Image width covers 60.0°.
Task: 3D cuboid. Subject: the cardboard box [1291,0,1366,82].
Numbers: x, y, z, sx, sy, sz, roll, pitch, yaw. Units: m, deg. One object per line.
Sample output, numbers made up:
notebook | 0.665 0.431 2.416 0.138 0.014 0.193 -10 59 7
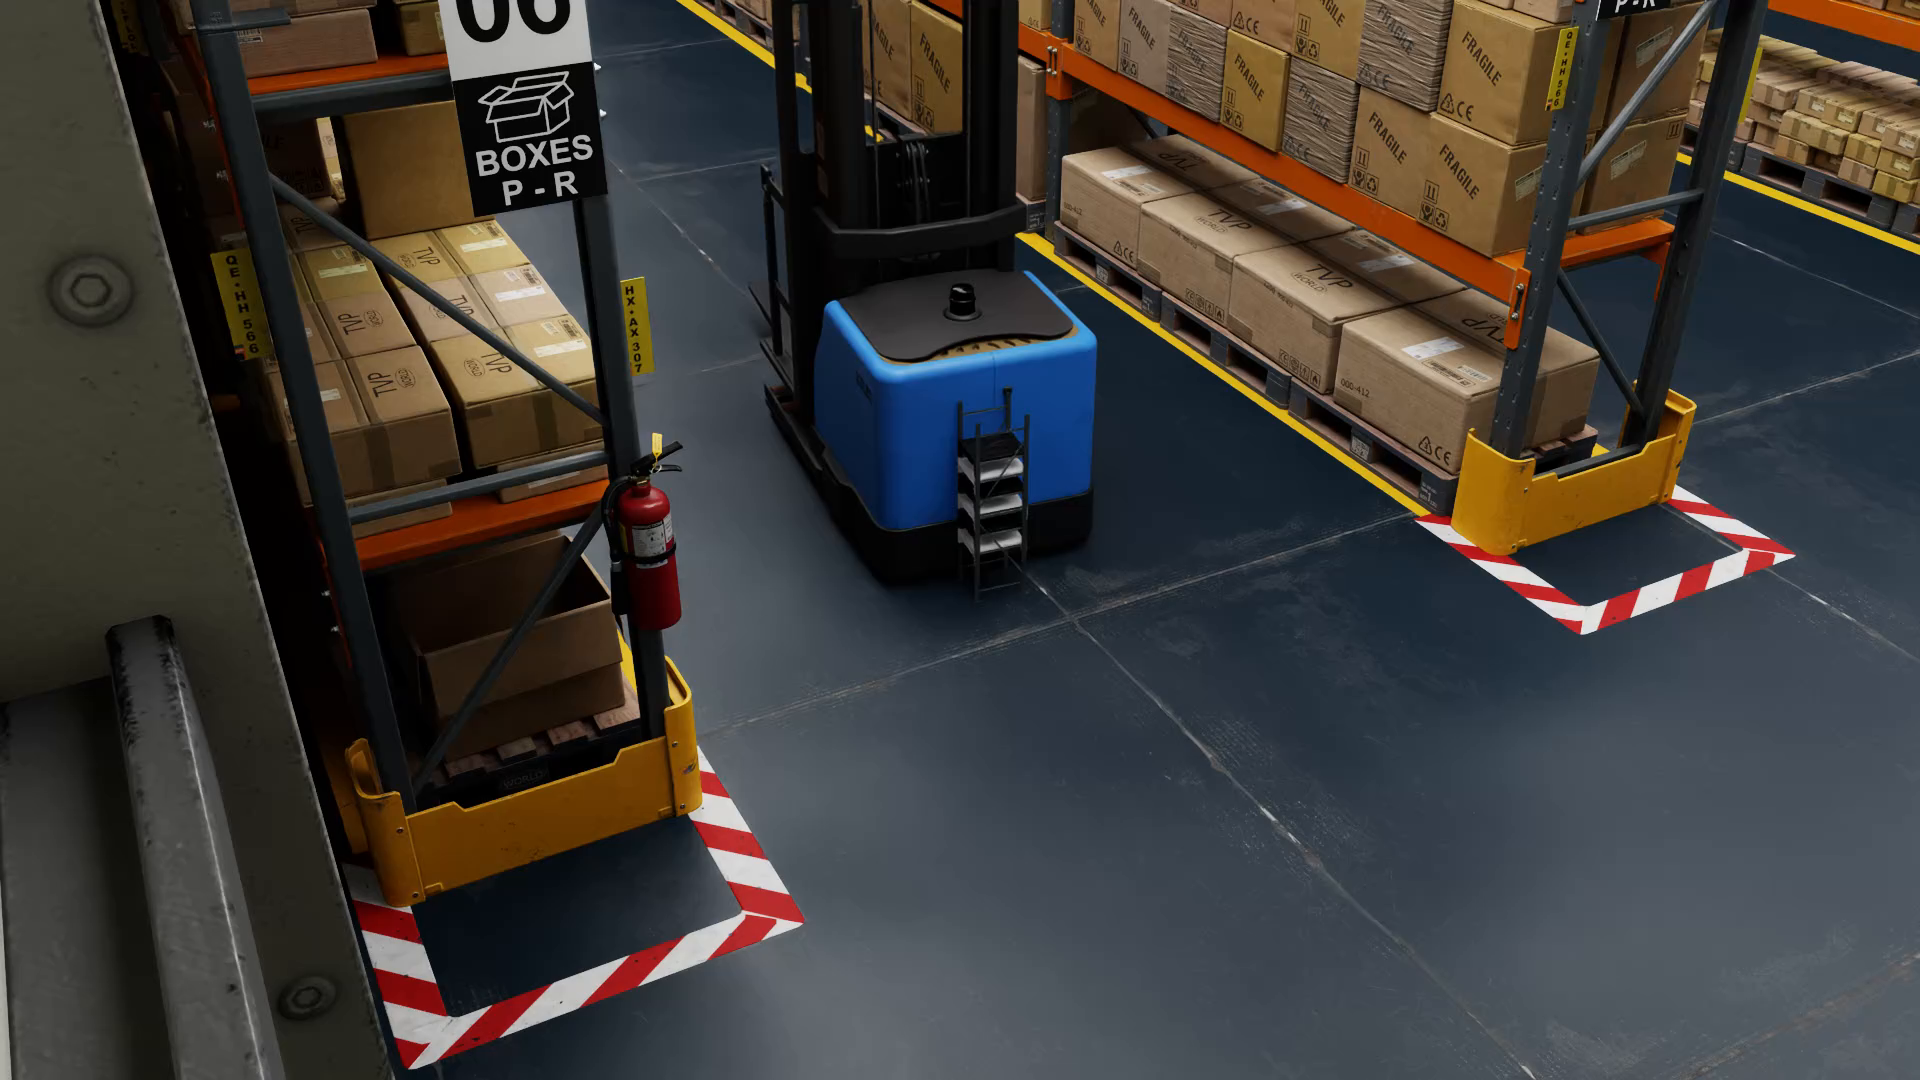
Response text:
cardboard box | 1.953 -2.528 7.916 0.500 0.500 0.500 -16 36 -23

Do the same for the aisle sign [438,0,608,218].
aisle sign | -1.212 -1.302 4.611 0.394 0.787 0.004 -16 36 -23

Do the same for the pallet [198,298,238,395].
pallet | -3.781 -1.279 9.571 1.003 0.211 1.213 -16 36 -23

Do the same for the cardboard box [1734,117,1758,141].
cardboard box | 5.687 -2.999 11.924 0.380 0.149 0.250 -17 36 -24

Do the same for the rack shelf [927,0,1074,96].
rack shelf | 0.088 -3.977 11.863 1.077 0.370 4.000 -16 36 -23

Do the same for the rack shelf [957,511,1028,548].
rack shelf | 0.140 -0.069 7.272 0.258 0.077 0.200 -12 34 -17

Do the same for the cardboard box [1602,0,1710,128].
cardboard box | 2.914 -2.180 7.372 0.500 0.500 0.500 -17 36 -24

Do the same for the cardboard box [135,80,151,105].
cardboard box | -5.166 -2.920 10.874 0.380 0.149 0.250 -15 35 -22

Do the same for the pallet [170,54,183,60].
pallet | -3.645 -2.403 8.917 1.003 0.211 1.213 -16 36 -23

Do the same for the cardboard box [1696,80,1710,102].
cardboard box | 5.581 -3.261 12.057 0.380 0.149 0.250 -16 36 -23

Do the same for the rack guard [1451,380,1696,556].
rack guard | 2.897 -0.352 7.856 1.175 0.500 0.348 -16 36 -23

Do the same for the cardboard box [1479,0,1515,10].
cardboard box | 2.402 -2.388 7.096 0.380 0.149 0.250 -15 36 -22

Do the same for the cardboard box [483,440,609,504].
cardboard box | -1.414 -0.286 5.668 0.380 0.149 0.250 -16 36 -23

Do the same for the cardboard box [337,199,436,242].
cardboard box | -2.209 -1.233 6.776 0.500 0.250 0.500 -17 36 -24

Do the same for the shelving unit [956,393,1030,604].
shelving unit | 0.141 -0.173 7.206 0.258 0.900 0.210 -12 34 -17

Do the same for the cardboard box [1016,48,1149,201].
cardboard box | 0.661 -2.883 11.069 0.875 0.875 0.875 -15 35 -22

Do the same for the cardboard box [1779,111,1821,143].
cardboard box | 5.874 -2.858 11.428 0.380 0.149 0.250 -16 36 -23

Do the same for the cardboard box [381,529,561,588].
cardboard box | -2.069 -0.024 6.954 0.700 0.500 0.500 -14 35 -21

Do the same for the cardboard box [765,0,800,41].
cardboard box | -1.099 -4.576 14.179 0.950 0.372 0.625 -18 37 -26

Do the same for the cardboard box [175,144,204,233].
cardboard box | -3.137 -1.595 7.342 0.500 0.250 0.500 -16 36 -24

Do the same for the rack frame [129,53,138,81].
rack frame | -5.234 -3.984 11.207 1.000 3.000 0.127 -16 36 -23

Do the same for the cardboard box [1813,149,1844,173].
cardboard box | 6.069 -2.625 11.340 0.380 0.149 0.250 -15 36 -22

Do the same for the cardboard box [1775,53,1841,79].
cardboard box | 6.077 -3.368 11.949 0.380 0.149 0.250 -15 35 -22

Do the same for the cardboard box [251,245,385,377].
cardboard box | -2.419 -0.865 6.202 0.500 0.250 0.500 -15 35 -22

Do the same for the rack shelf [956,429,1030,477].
rack shelf | 0.141 -0.372 7.078 0.258 0.077 0.200 -12 34 -17

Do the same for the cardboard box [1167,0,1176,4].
cardboard box | 1.258 -3.257 9.054 0.500 0.500 0.500 -16 36 -24

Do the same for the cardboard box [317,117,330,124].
cardboard box | -2.916 -1.955 7.904 0.500 0.250 0.500 -15 36 -22

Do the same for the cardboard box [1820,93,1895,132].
cardboard box | 6.036 -2.876 11.181 0.380 0.149 0.250 -16 36 -23

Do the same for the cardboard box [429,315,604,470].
cardboard box | -1.477 -0.512 5.652 0.500 0.250 0.500 -16 36 -23

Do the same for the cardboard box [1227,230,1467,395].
cardboard box | 2.055 -1.238 8.908 0.875 0.438 0.875 -15 36 -22

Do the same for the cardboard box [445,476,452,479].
cardboard box | -1.960 -0.287 5.670 0.380 0.149 0.250 -15 35 -22

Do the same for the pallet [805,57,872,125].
pallet | -0.543 -3.665 13.294 1.003 0.211 1.213 -16 36 -23

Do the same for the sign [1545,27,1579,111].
sign | 2.399 -1.873 6.620 0.100 0.325 0.005 -16 36 -23

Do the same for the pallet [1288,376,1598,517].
pallet | 2.444 -0.604 8.517 1.003 0.211 1.213 -16 36 -23

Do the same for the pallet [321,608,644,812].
pallet | -1.912 0.592 6.650 1.003 0.211 1.213 -16 36 -23

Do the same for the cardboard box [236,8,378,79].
cardboard box | -1.858 -1.418 4.654 0.380 0.149 0.250 -15 36 -22

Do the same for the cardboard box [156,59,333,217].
cardboard box | -2.910 -1.675 6.772 0.500 0.500 0.500 -17 36 -24

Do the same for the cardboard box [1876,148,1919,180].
cardboard box | 6.222 -2.483 10.842 0.380 0.149 0.250 -15 36 -22

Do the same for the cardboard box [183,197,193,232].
cardboard box | -4.044 -1.813 9.146 0.380 0.149 0.250 -15 36 -23

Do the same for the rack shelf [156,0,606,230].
rack shelf | -2.436 -2.080 6.123 1.077 0.370 4.000 -16 36 -23

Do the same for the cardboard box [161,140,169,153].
cardboard box | -4.528 -2.311 9.922 0.380 0.149 0.250 -17 37 -25

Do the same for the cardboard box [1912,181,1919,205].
cardboard box | 6.405 -2.244 10.745 0.380 0.149 0.250 -15 36 -23

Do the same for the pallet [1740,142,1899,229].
pallet | 6.270 -2.549 11.553 1.003 0.211 1.213 -16 36 -23

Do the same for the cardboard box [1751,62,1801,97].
cardboard box | 5.709 -3.255 11.772 0.380 0.149 0.250 -17 36 -24

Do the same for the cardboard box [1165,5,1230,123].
cardboard box | 1.465 -2.597 8.950 0.500 0.500 0.500 -16 36 -23

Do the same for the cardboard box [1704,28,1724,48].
cardboard box | 5.749 -3.741 12.530 0.380 0.149 0.250 -15 36 -22

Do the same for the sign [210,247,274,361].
sign | -2.004 -0.656 4.647 0.100 0.325 0.005 -16 36 -23

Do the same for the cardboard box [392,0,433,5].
cardboard box | -1.469 -1.771 4.837 0.500 0.250 0.500 -16 36 -24

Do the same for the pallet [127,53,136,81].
pallet | -6.148 -3.794 13.495 1.003 0.211 1.213 -16 36 -23

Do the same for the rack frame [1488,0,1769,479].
rack frame | 2.886 -1.416 7.199 1.000 3.000 0.127 -16 36 -23

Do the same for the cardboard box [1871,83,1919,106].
cardboard box | 6.441 -2.991 11.359 0.380 0.149 0.250 -16 36 -23

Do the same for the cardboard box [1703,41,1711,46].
cardboard box | 5.330 -3.629 12.355 0.380 0.149 0.250 -14 35 -21

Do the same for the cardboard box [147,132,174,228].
cardboard box | -4.828 -2.345 10.577 0.500 0.500 0.500 -14 35 -21

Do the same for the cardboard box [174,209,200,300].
cardboard box | -4.083 -1.598 9.411 0.500 0.500 0.500 -17 37 -25

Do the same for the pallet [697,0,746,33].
pallet | -1.772 -5.014 15.401 1.003 0.211 1.213 -16 36 -23

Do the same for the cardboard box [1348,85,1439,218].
cardboard box | 2.206 -1.865 7.808 0.500 0.500 0.500 -17 36 -24

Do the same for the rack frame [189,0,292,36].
rack frame | -1.504 -2.692 3.630 1.000 3.000 0.127 -16 36 -23

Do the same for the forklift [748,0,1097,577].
forklift | -0.384 -1.857 7.952 1.130 2.935 3.031 -12 34 -17
